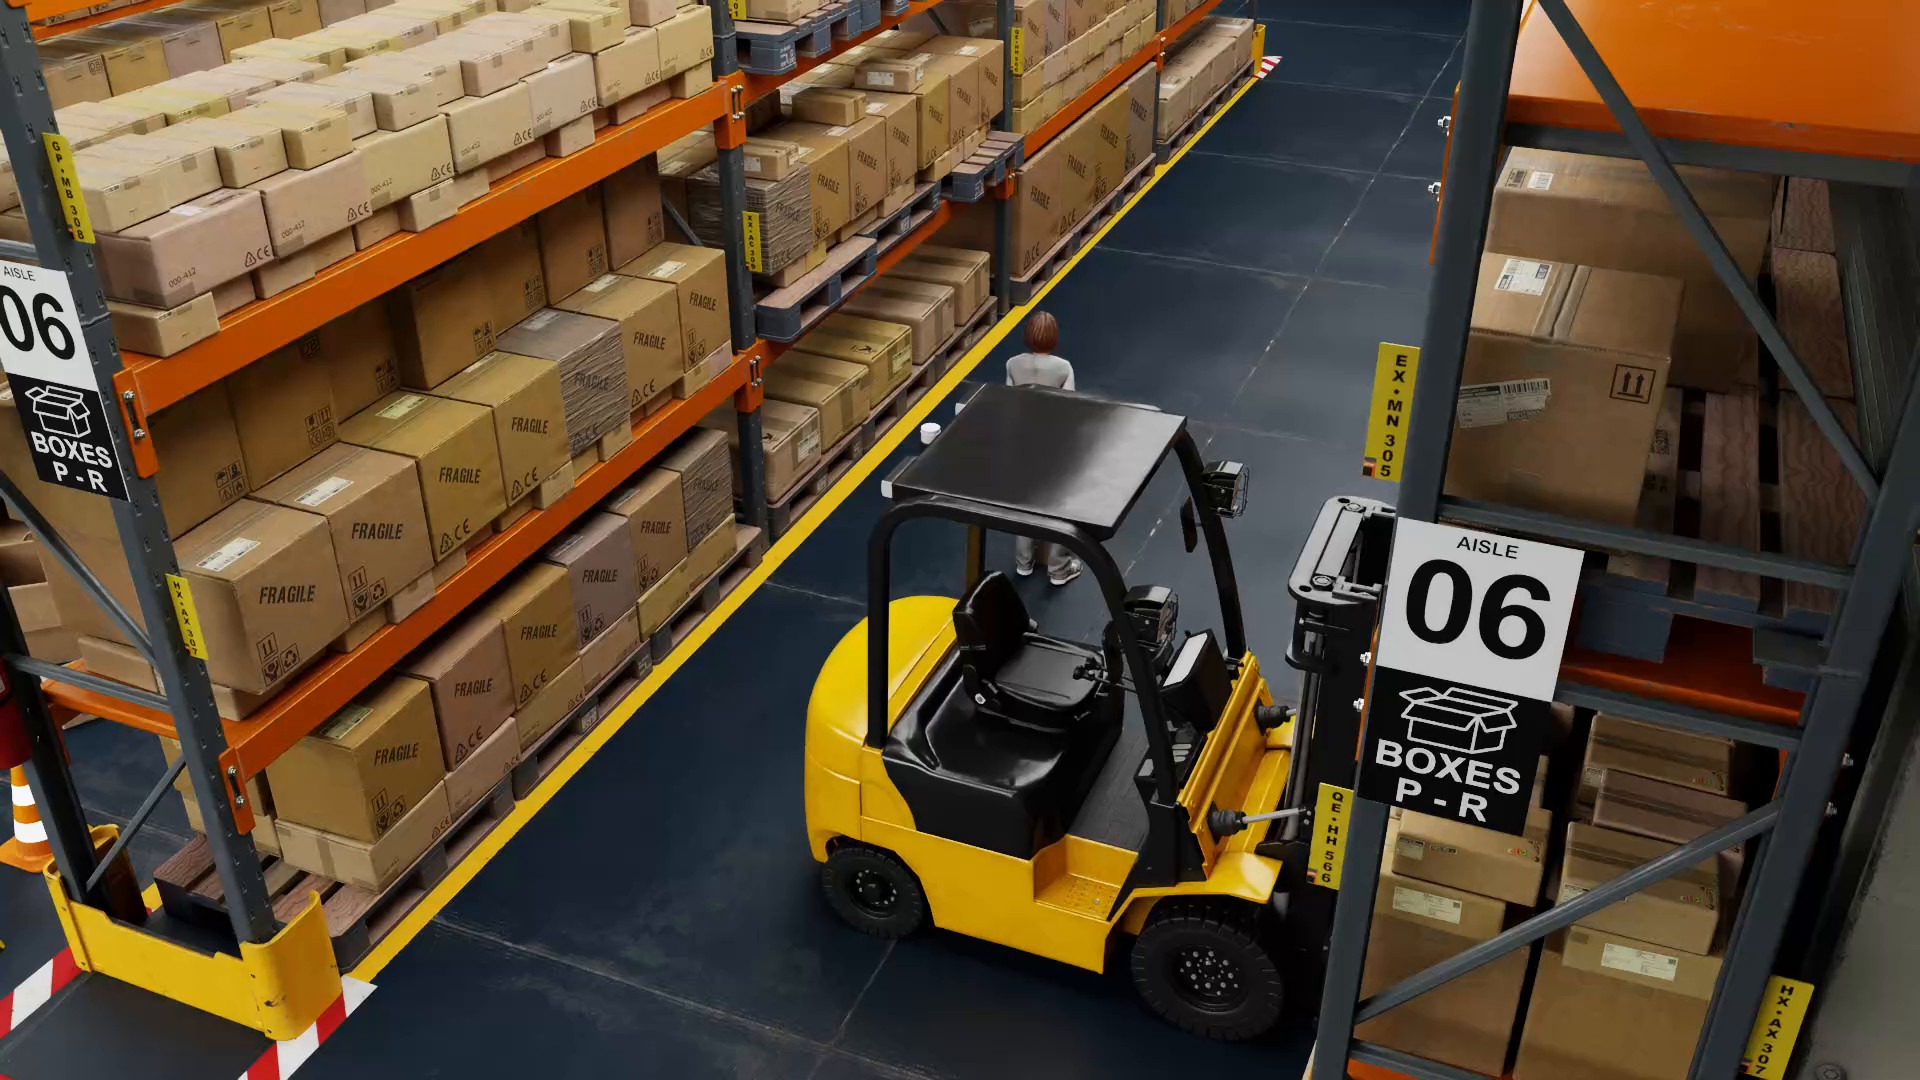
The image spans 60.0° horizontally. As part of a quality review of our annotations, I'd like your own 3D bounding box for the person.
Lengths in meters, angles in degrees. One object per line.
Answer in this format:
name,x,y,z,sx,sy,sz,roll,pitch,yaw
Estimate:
person,0.451,-0.495,9.263,0.485,1.581,0.374,10,31,16
